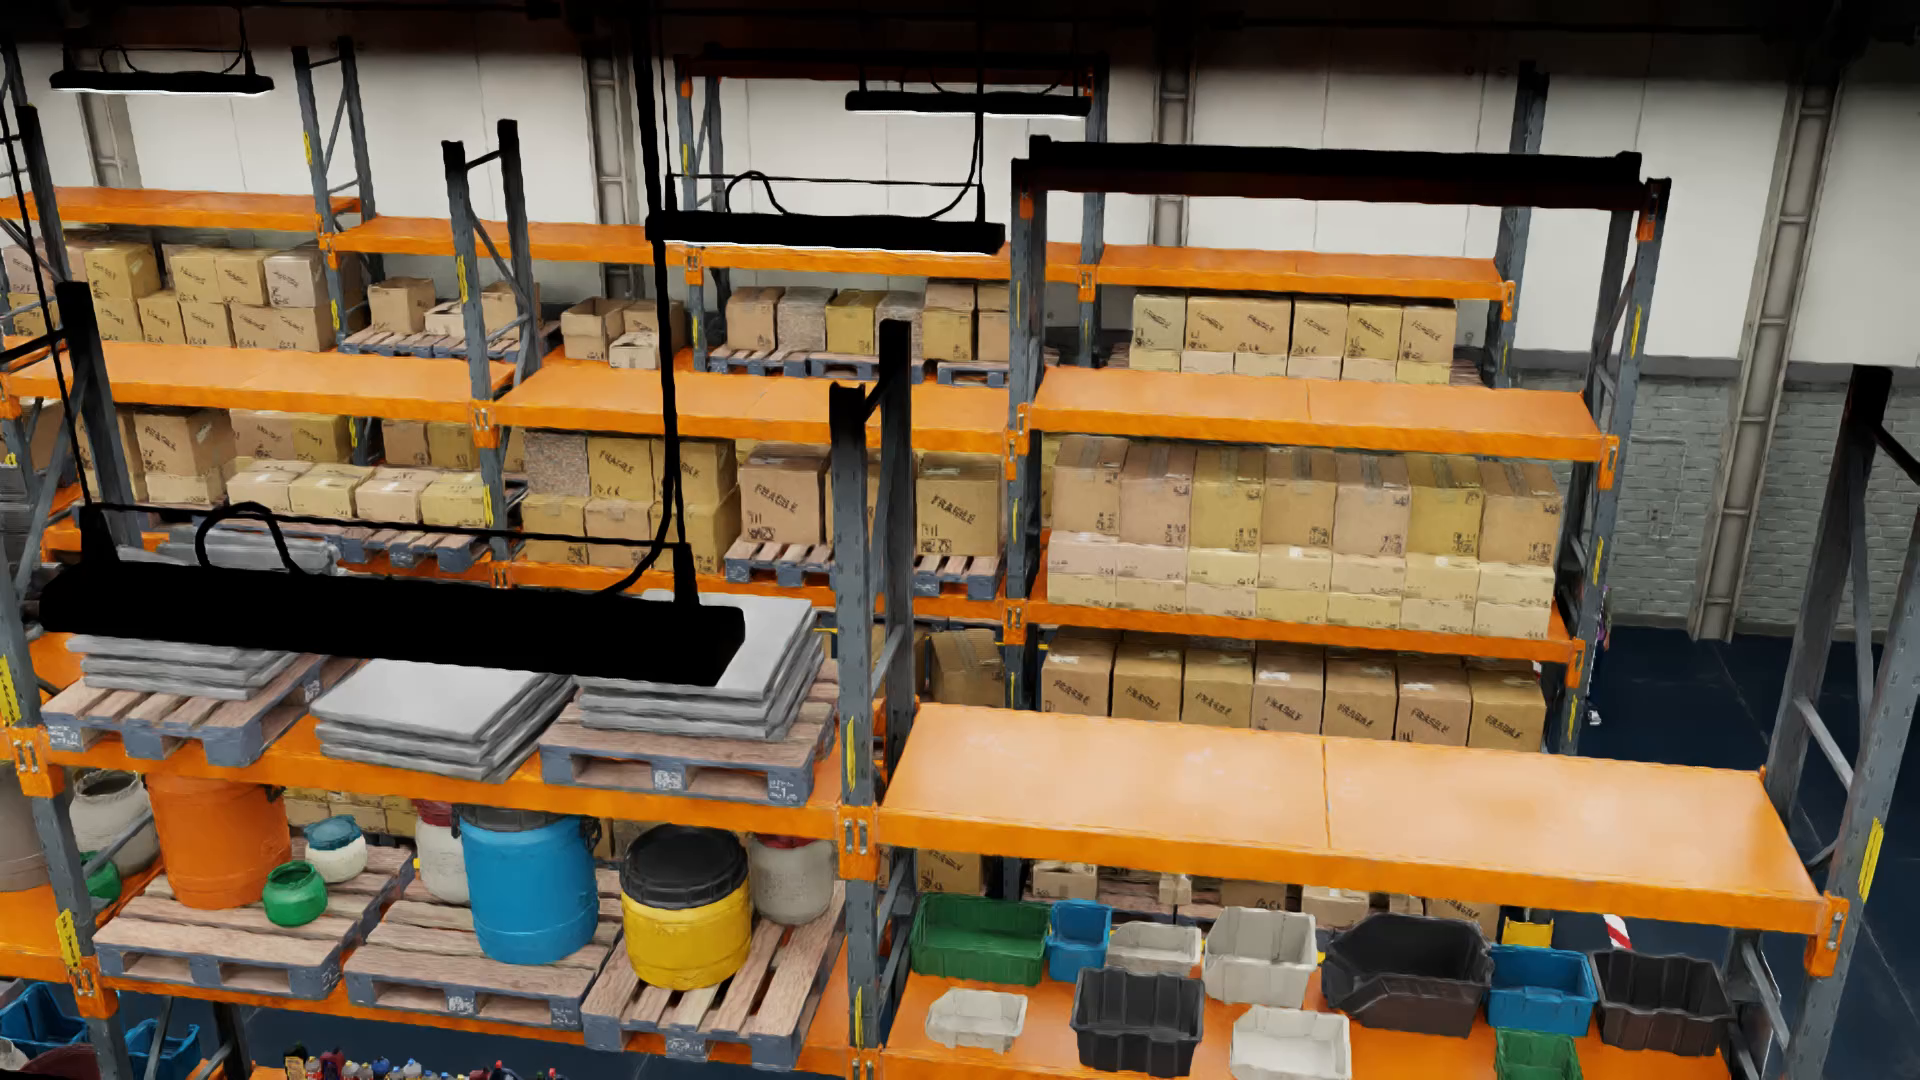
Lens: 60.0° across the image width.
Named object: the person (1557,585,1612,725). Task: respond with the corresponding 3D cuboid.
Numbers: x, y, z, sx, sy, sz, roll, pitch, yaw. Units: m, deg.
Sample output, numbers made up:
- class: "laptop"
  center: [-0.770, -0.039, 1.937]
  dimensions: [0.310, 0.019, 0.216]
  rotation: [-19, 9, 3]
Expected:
- class: "person"
  center: [6.085, 0.939, 16.082]
  dimensions: [0.636, 1.586, 0.527]
  rotation: [20, 30, 39]
